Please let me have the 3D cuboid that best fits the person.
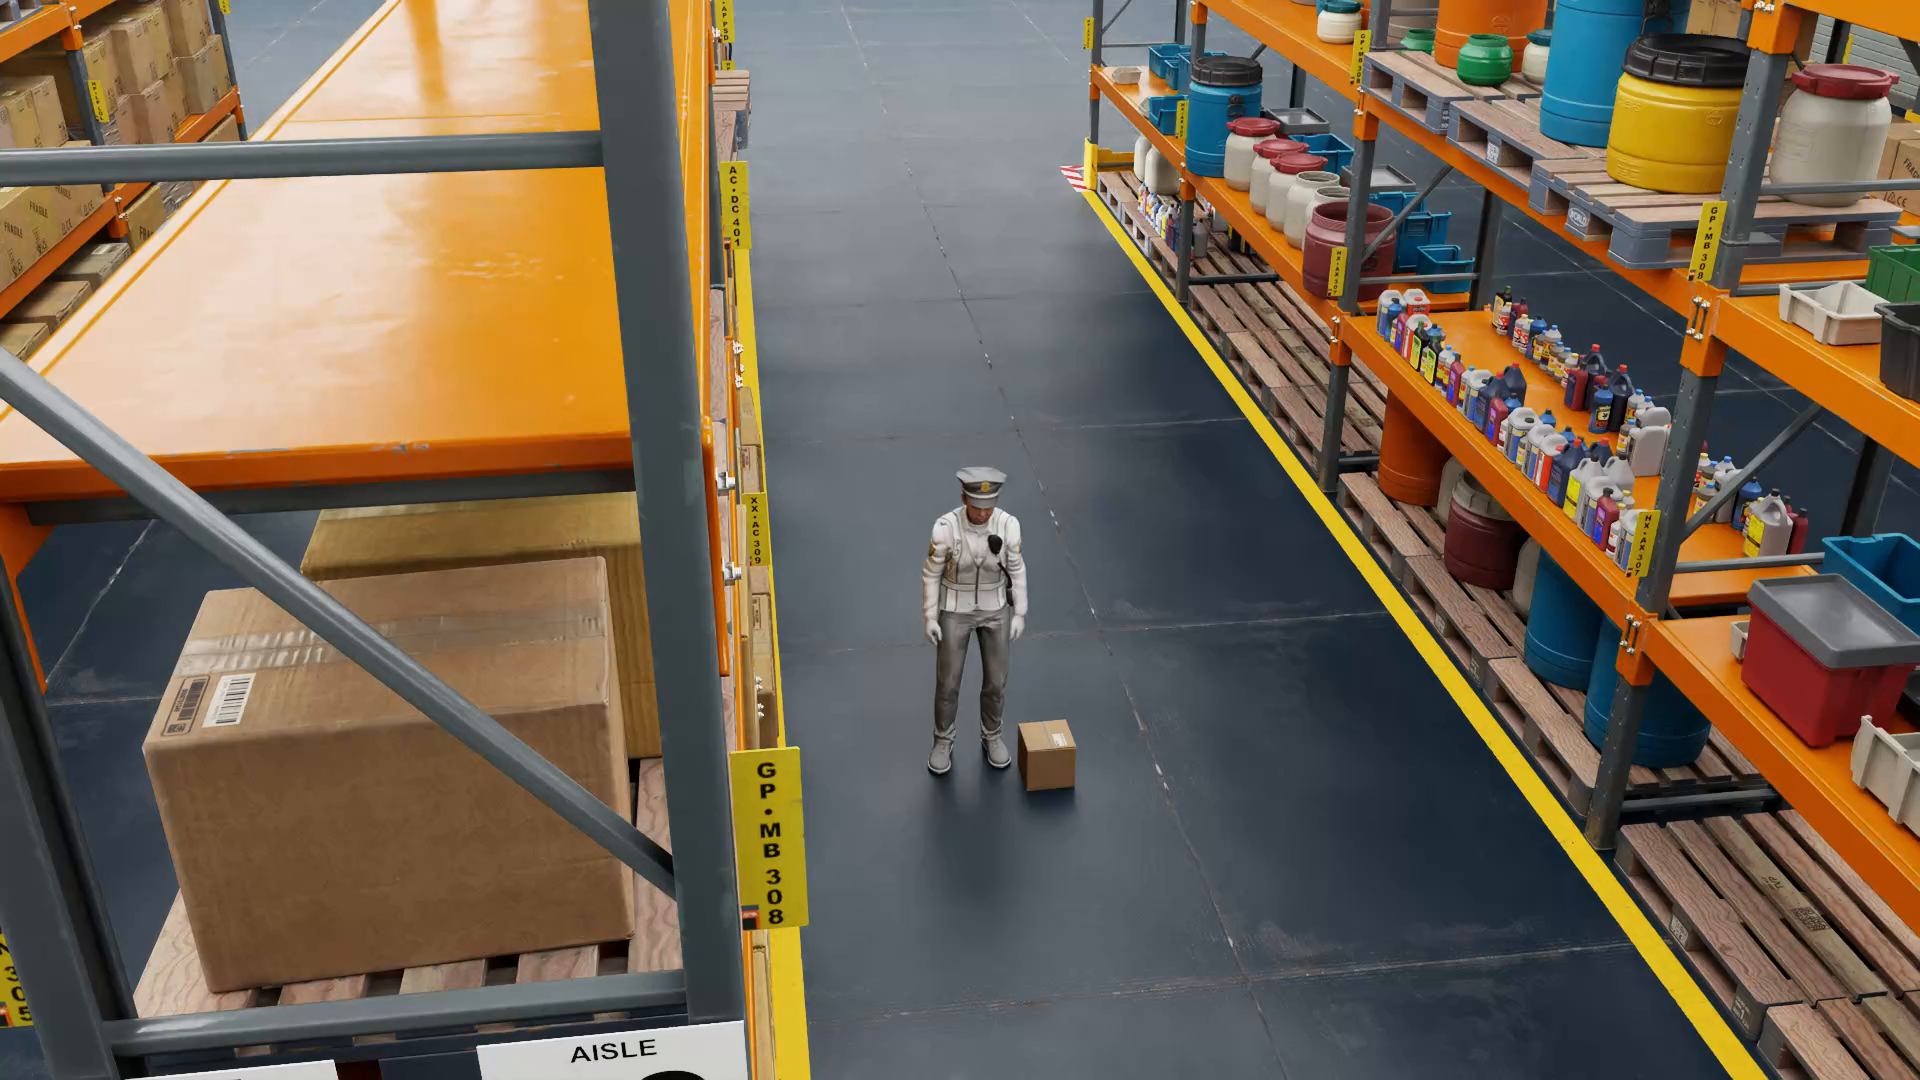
[{"bbox_3d":[0.075,0.384,8.343,0.529,1.663,0.374,-3,27,-6],"label":"person"}]
